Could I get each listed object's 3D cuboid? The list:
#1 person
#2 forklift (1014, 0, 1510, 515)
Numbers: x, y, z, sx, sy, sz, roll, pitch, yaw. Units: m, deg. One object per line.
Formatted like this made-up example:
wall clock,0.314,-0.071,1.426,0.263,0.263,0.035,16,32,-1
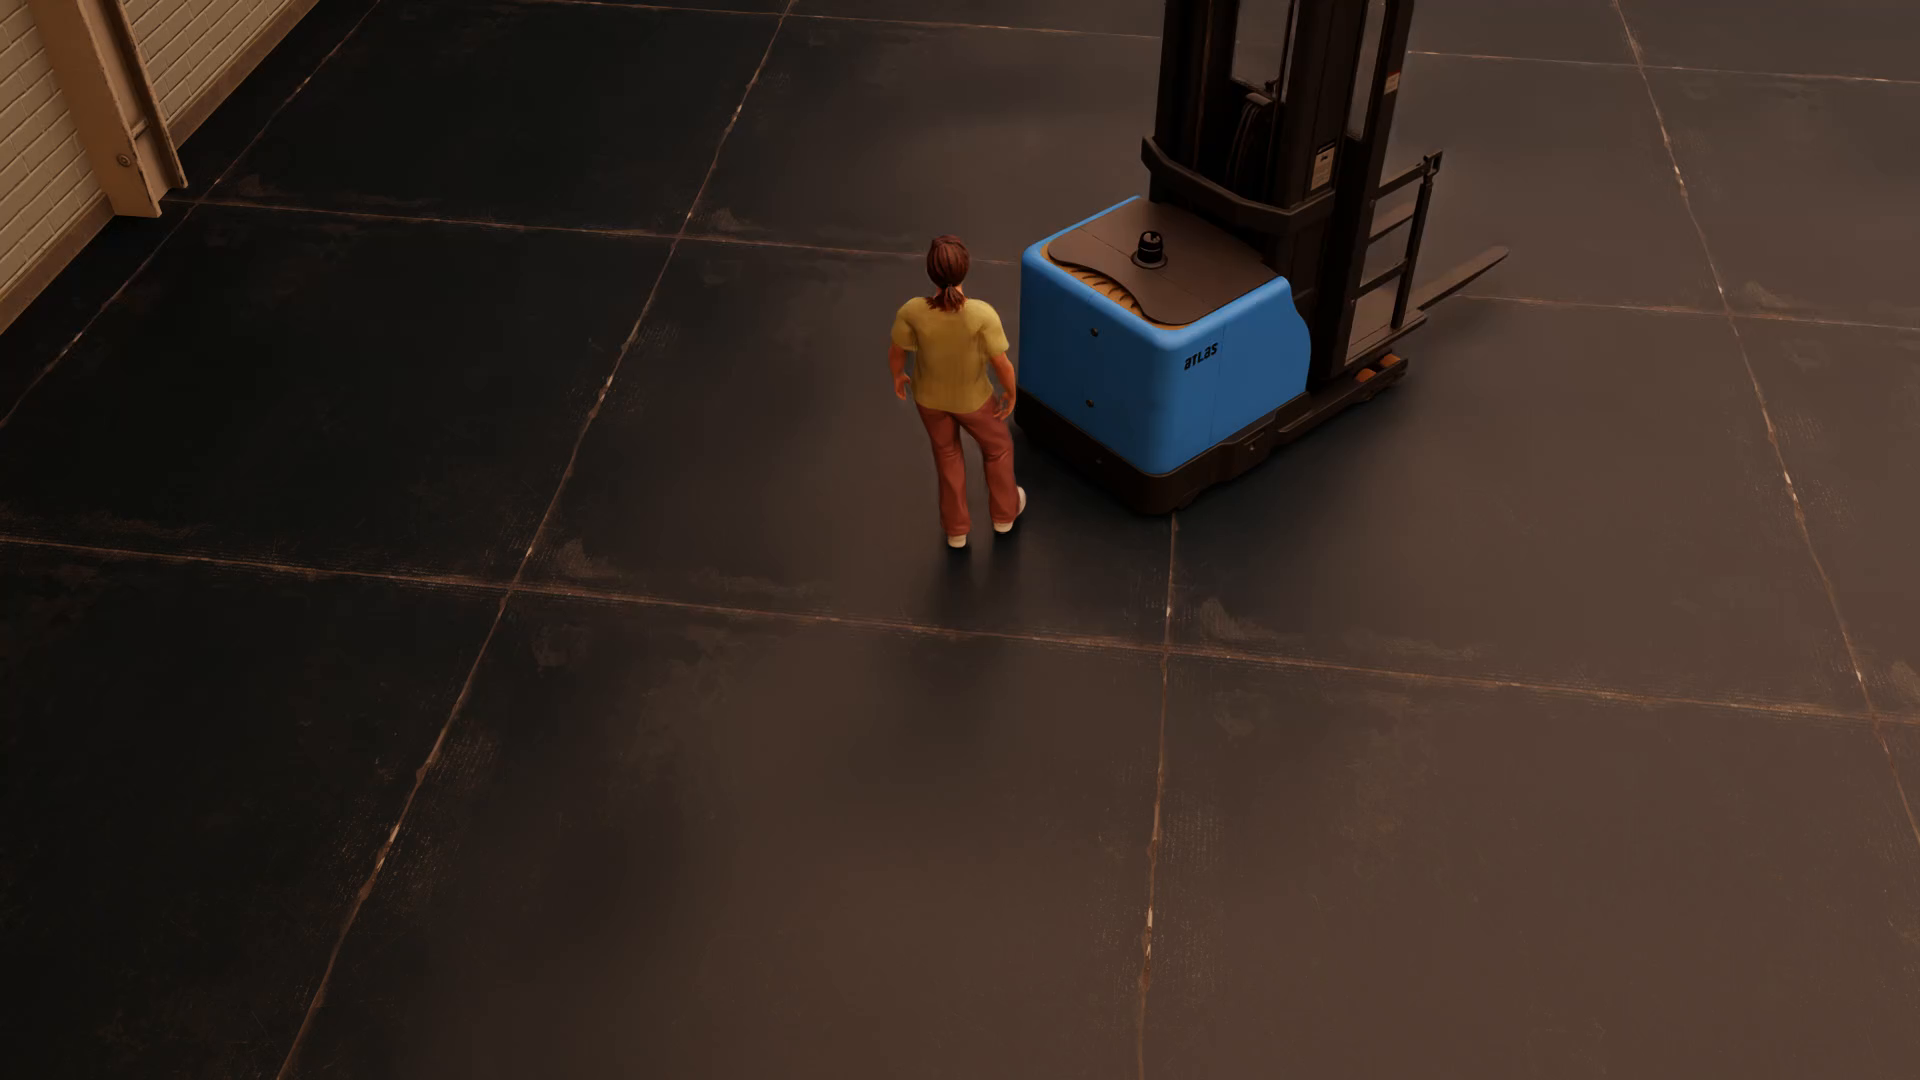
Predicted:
person,-0.005,-0.678,7.420,0.585,1.651,0.552,7,43,8
forklift,1.722,-2.050,7.956,3.031,2.935,1.130,-30,50,-29
